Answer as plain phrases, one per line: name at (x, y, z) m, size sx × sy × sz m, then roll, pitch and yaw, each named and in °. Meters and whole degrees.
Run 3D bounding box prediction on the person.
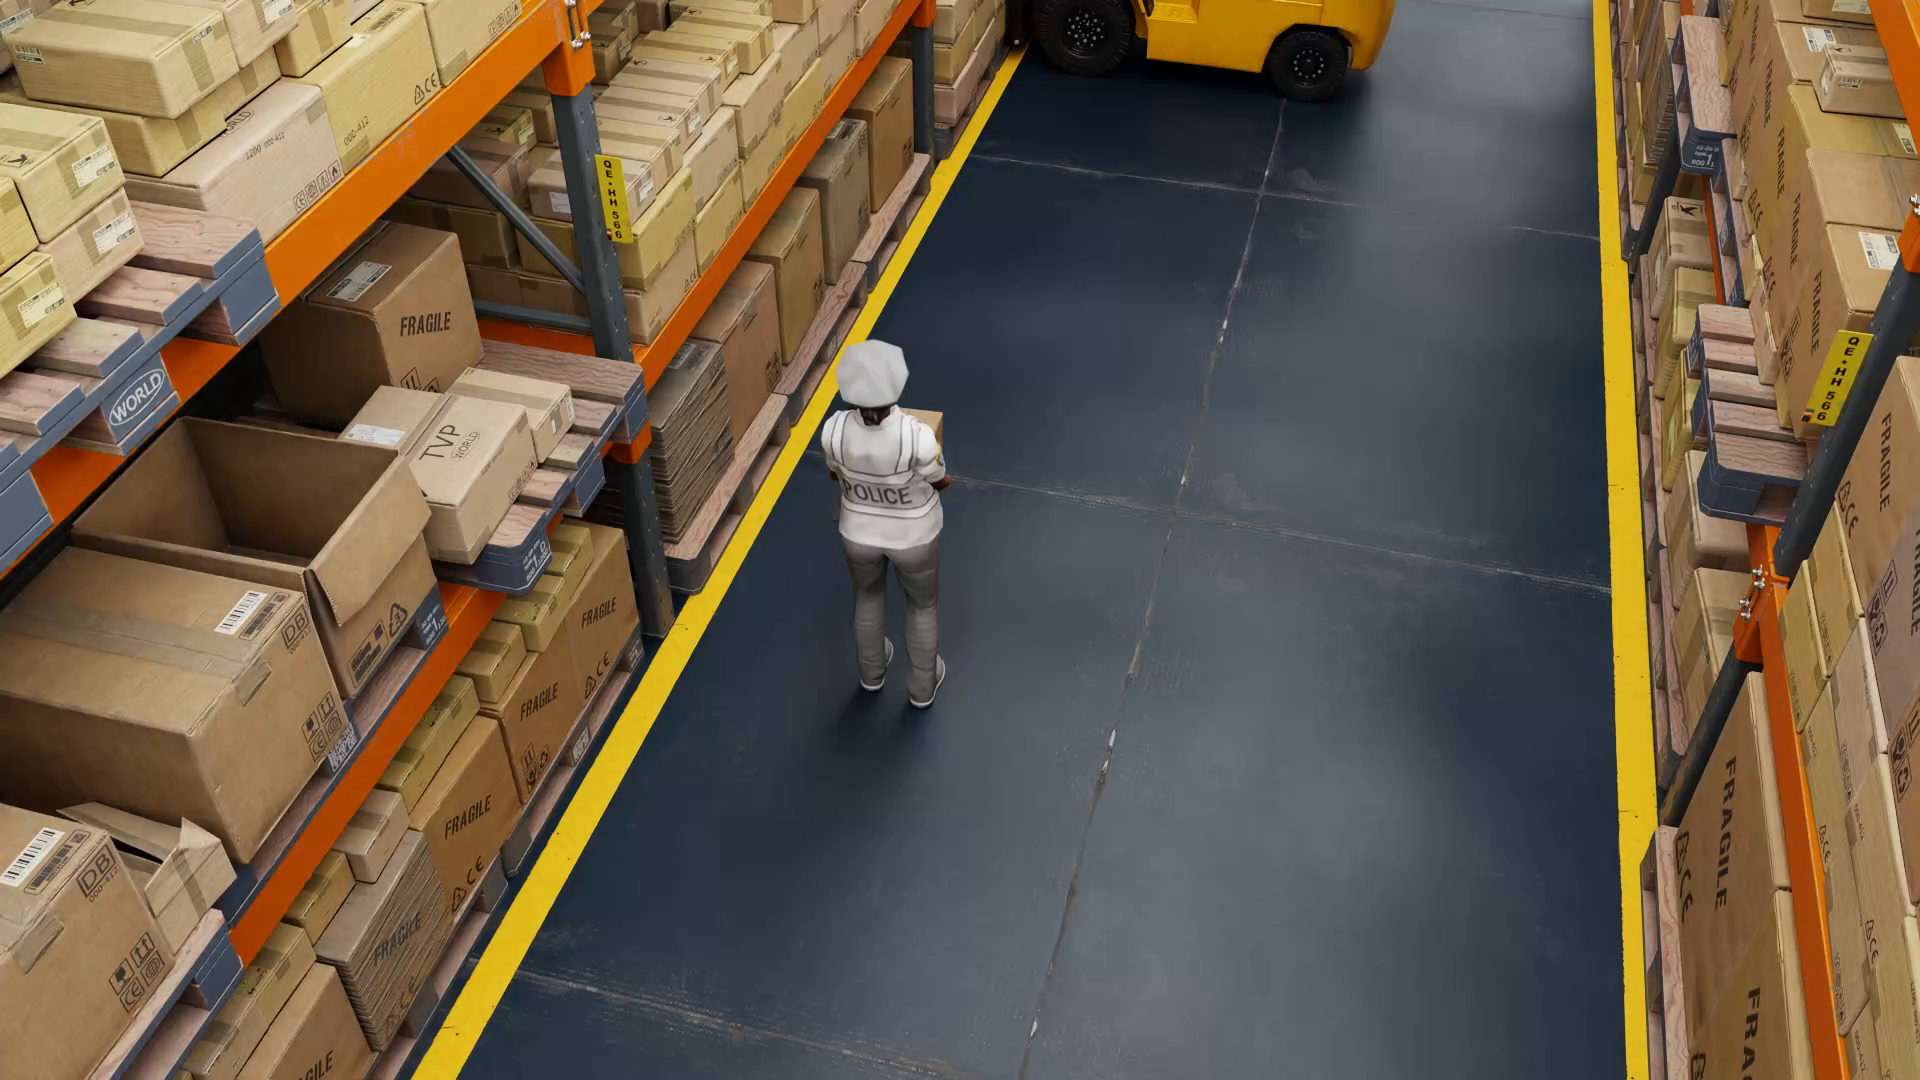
person at (-0.251, -0.087, 6.236) m, size 0.450 × 1.688 × 0.540 m, roll 7°, pitch 42°, yaw 8°
